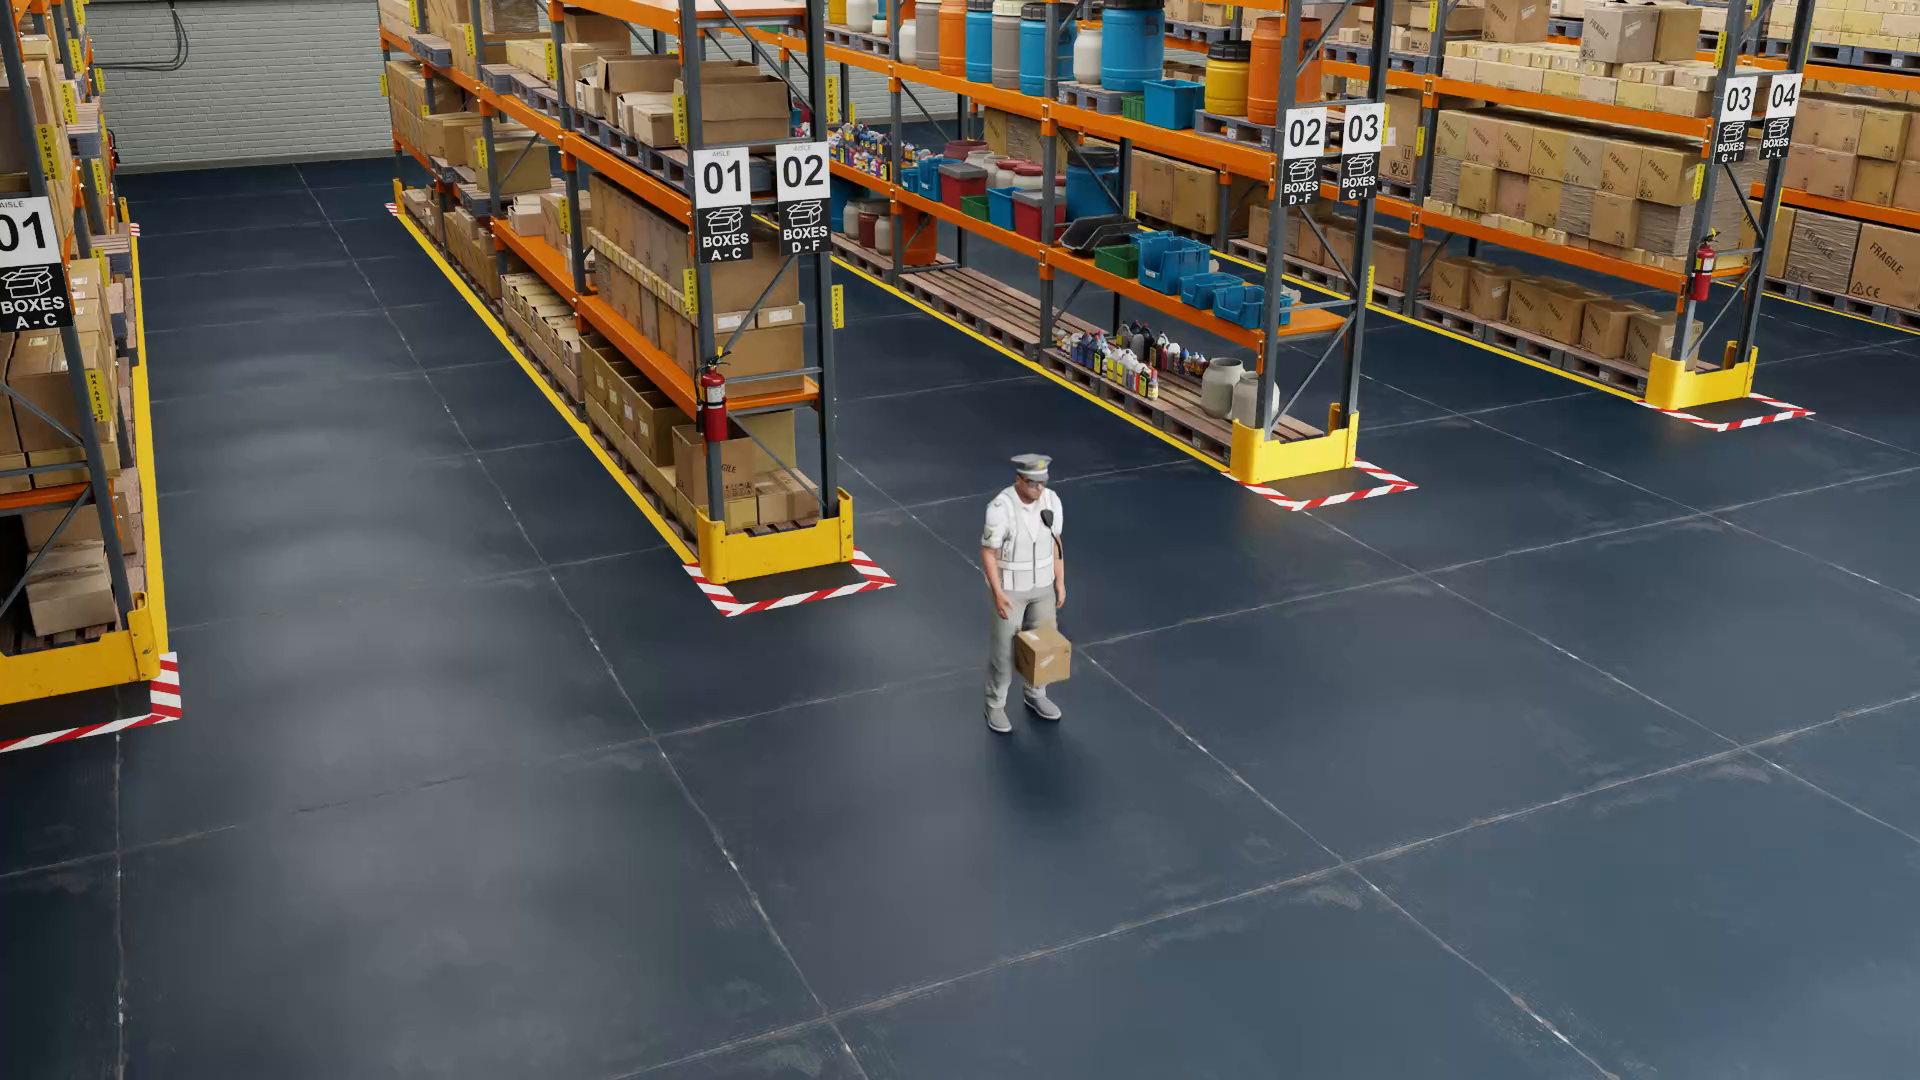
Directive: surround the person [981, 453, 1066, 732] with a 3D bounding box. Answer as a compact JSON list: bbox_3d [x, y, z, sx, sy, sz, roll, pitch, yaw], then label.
[{"bbox_3d":[0.387,0.286,10.295,0.560,1.755,0.434,-11,24,-25],"label":"person"}]
